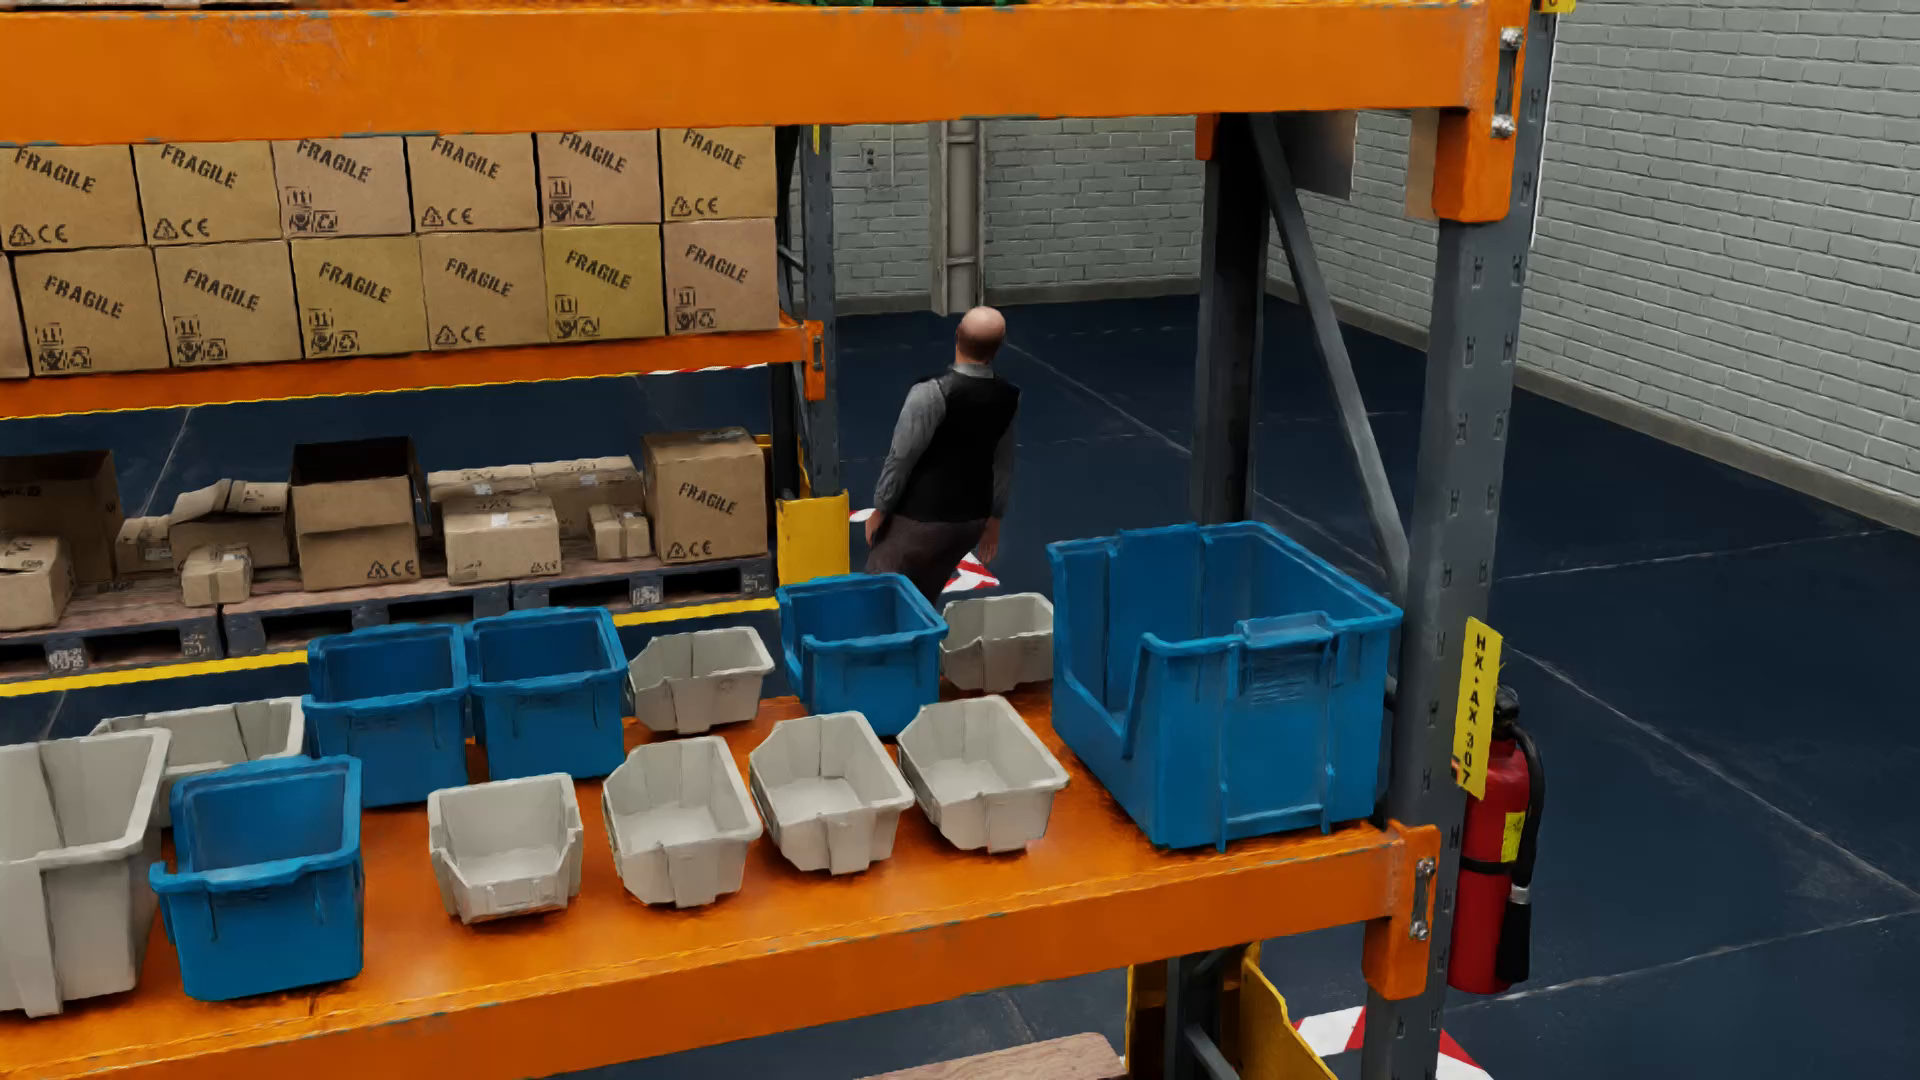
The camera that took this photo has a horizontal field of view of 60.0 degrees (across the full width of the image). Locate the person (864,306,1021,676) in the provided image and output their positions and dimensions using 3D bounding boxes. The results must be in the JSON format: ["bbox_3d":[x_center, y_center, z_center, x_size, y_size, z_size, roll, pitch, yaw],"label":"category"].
[{"bbox_3d":[-0.081,-0.079,6.415,0.609,1.664,0.731,-15,24,-37],"label":"person"}]
